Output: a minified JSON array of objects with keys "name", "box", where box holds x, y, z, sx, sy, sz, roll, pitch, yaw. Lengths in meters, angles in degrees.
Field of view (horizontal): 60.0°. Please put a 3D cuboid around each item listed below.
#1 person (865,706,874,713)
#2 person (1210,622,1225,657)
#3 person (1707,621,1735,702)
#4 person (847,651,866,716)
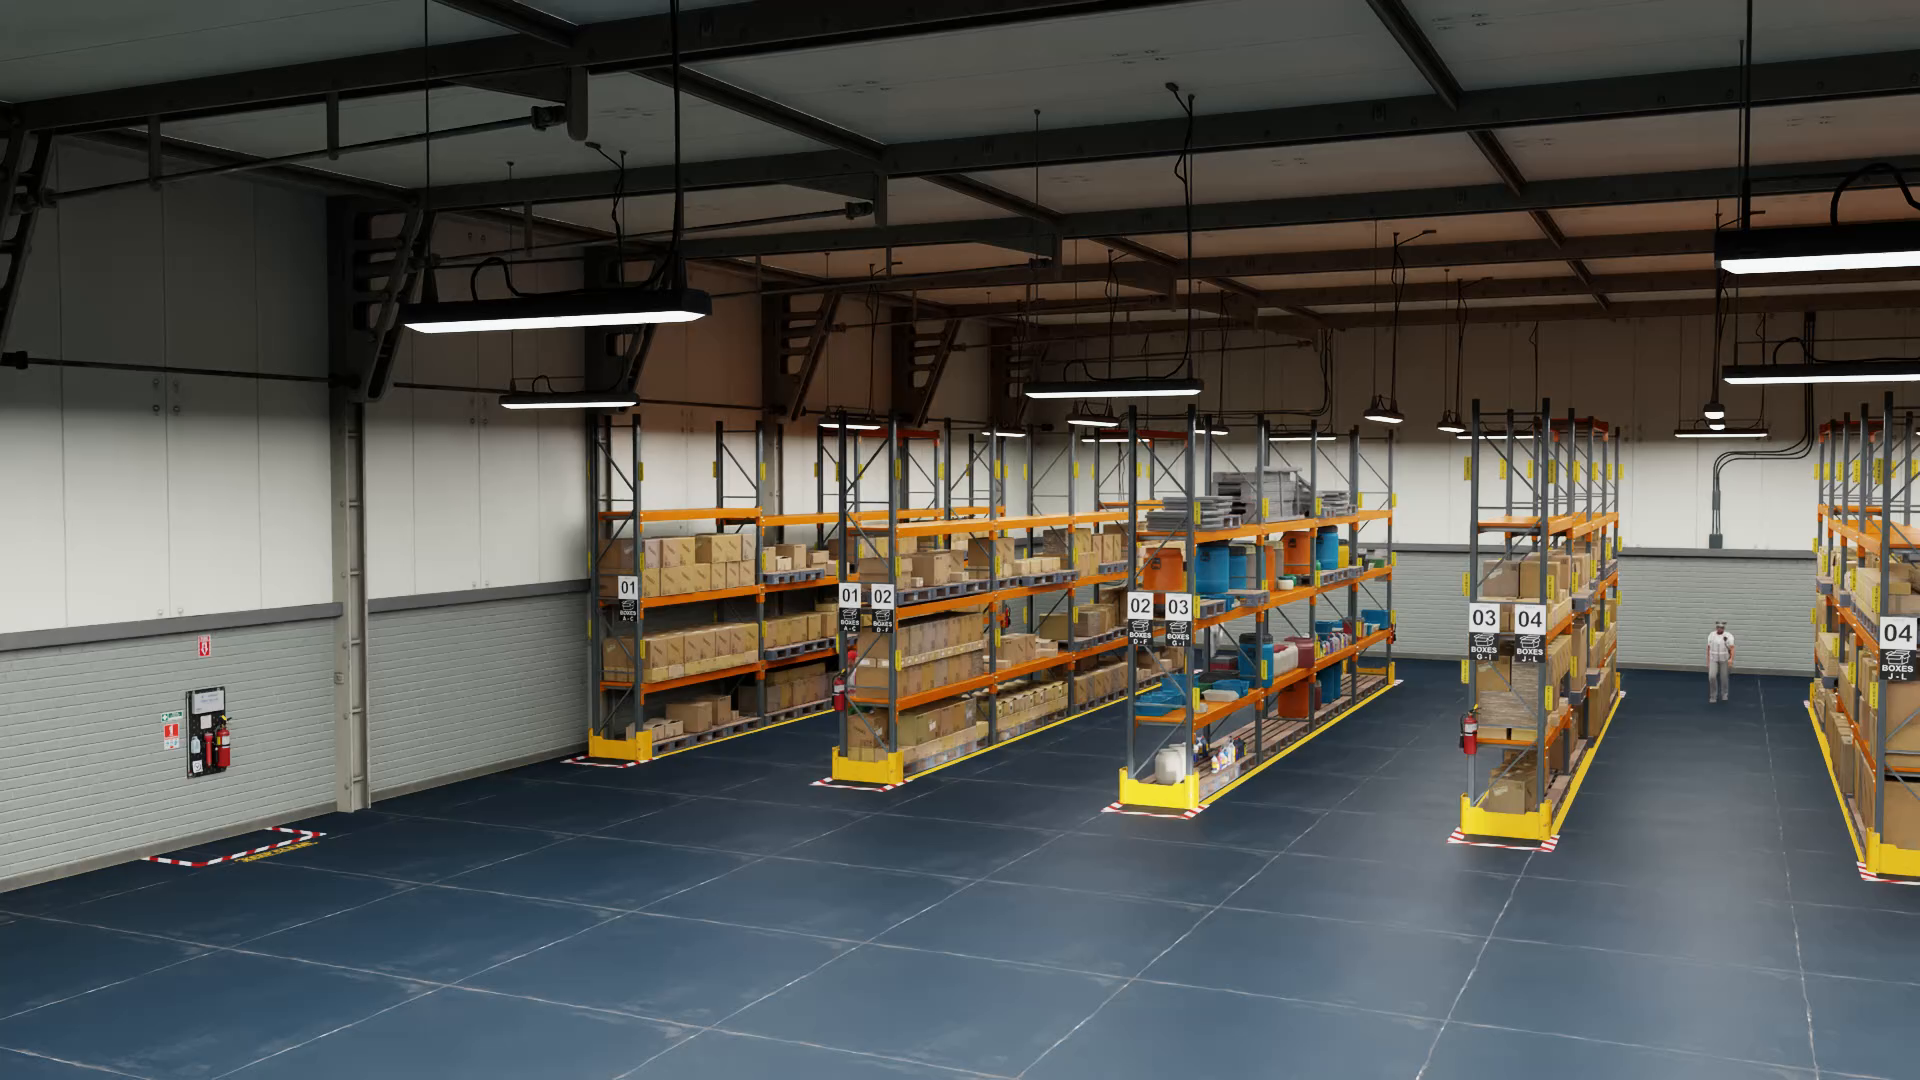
[{"name":"person","box":[-1.932,2.830,33.959,0.521,1.559,0.707,2,3,44]},{"name":"person","box":[6.633,2.381,43.256,0.455,1.610,1.073,0,2,-5]},{"name":"person","box":[16.572,2.656,36.239,0.576,1.803,0.576,2,3,34]},{"name":"person","box":[-1.846,2.885,30.218,0.582,1.754,0.689,2,3,43]}]
